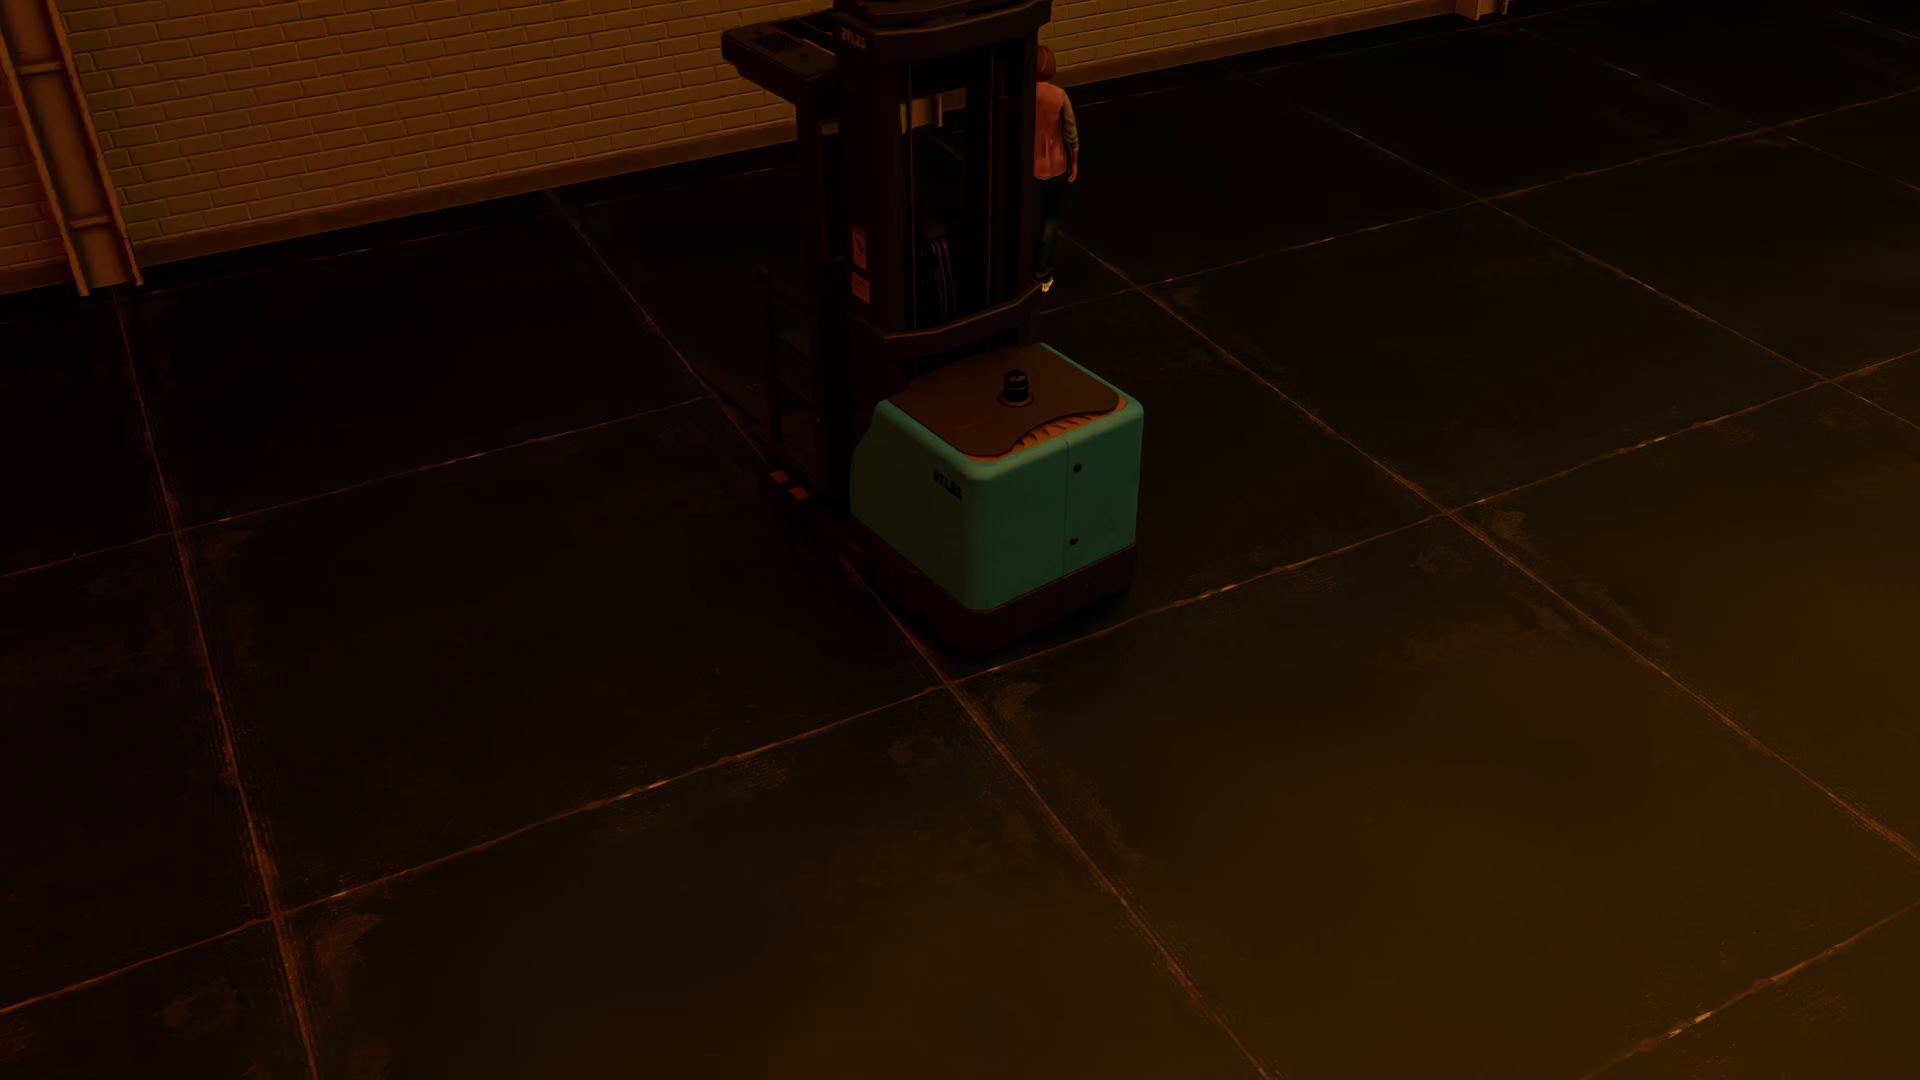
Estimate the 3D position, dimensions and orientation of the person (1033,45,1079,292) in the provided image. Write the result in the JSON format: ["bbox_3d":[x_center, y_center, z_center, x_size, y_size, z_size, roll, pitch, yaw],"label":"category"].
[{"bbox_3d":[0.508,-2.379,10.704,0.513,1.628,0.509,7,36,10],"label":"person"}]

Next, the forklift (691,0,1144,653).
[{"bbox_3d":[-0.409,-1.466,8.197,1.130,2.935,3.031,-23,41,-29],"label":"forklift"}]
